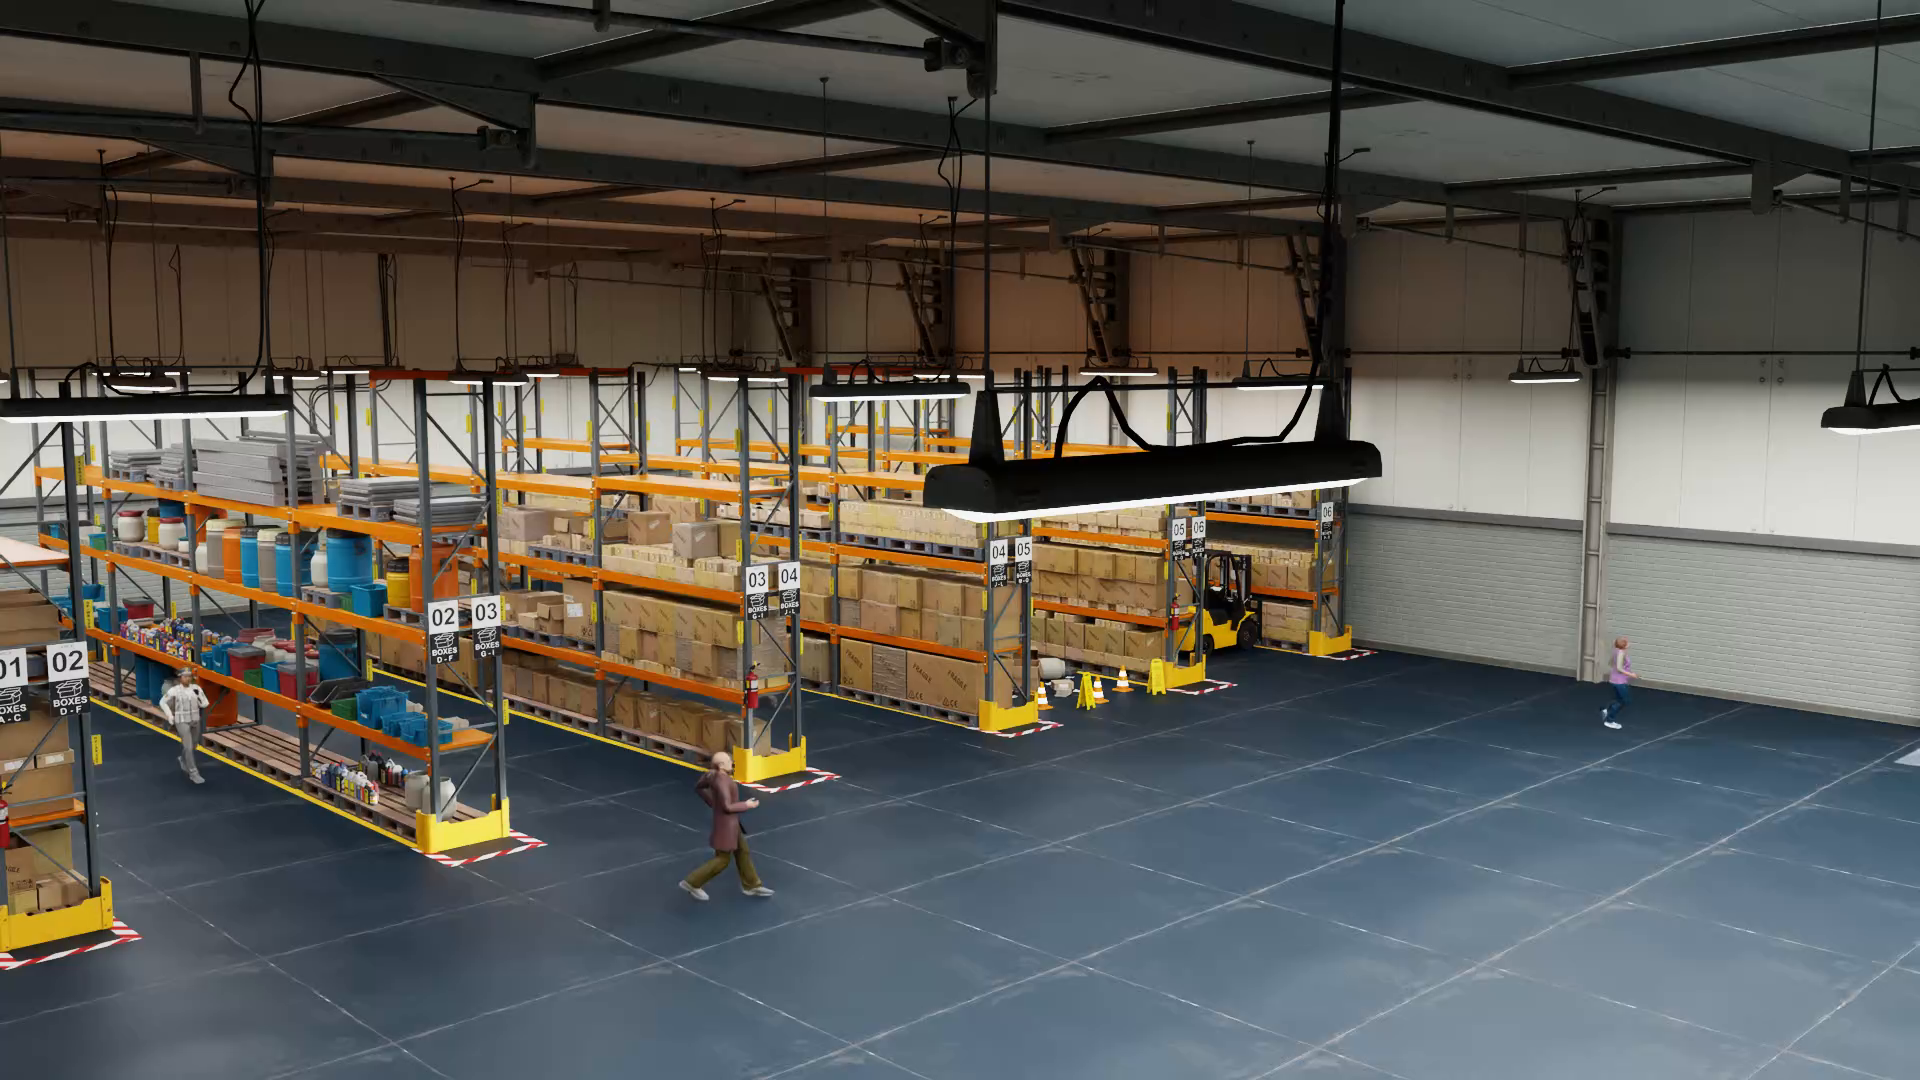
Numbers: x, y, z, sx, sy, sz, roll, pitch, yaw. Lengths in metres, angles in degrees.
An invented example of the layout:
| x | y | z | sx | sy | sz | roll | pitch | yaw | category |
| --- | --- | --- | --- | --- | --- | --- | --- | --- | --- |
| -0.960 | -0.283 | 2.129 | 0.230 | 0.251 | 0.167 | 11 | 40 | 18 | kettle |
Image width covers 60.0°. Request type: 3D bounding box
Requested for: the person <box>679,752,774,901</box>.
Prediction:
| x | y | z | sx | sy | sz | roll | pitch | yaw | category |
| --- | --- | --- | --- | --- | --- | --- | --- | --- | --- |
| -2.685 | 3.289 | 19.089 | 1.109 | 1.764 | 0.724 | -2 | 7 | -16 | person |

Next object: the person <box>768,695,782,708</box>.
| x | y | z | sx | sy | sz | roll | pitch | yaw | category |
| --- | --- | --- | --- | --- | --- | --- | --- | --- | --- |
| -3.605 | 2.083 | 29.878 | 0.964 | 1.825 | 0.671 | 6 | 9 | 41 | person |

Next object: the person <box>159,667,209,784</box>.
| x | y | z | sx | sy | sz | roll | pitch | yaw | category |
| --- | --- | --- | --- | --- | --- | --- | --- | --- | --- |
| -11.420 | 2.696 | 24.597 | 0.921 | 1.681 | 0.611 | 5 | 8 | 40 | person |

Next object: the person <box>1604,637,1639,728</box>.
| x | y | z | sx | sy | sz | roll | pitch | yaw | category |
| --- | --- | --- | --- | --- | --- | --- | --- | --- | --- |
| 11.136 | 2.398 | 27.991 | 0.517 | 1.565 | 0.541 | 2 | 7 | 19 | person |

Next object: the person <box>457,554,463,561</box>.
| x | y | z | sx | sy | sz | roll | pitch | yaw | category |
| --- | --- | --- | --- | --- | --- | --- | --- | --- | --- |
| -11.945 | 1.059 | 39.540 | 0.699 | 1.640 | 0.950 | 2 | 7 | 21 | person |
